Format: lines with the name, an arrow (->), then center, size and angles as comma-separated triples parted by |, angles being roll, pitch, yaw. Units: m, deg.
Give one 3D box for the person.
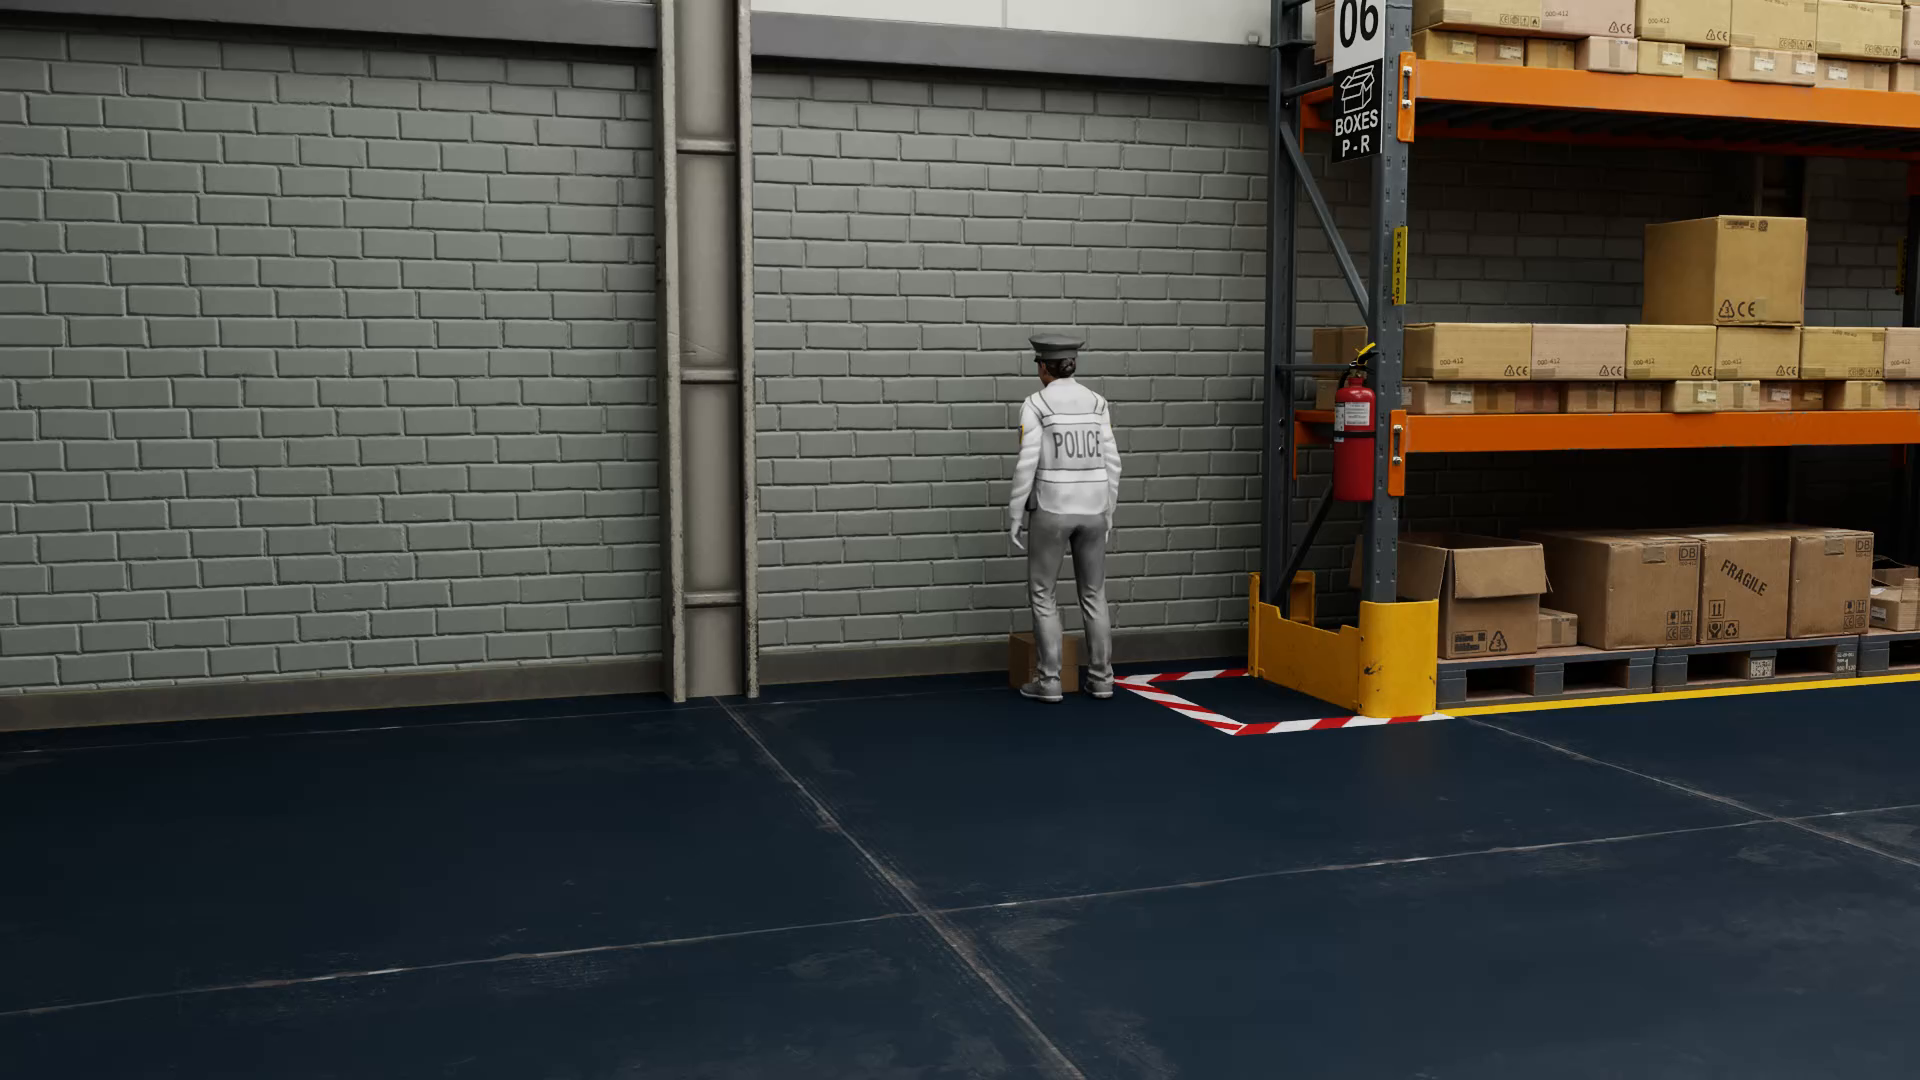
person -> 0.474, -0.103, 7.533 | 0.547, 1.666, 0.370 | -2, 6, -22
